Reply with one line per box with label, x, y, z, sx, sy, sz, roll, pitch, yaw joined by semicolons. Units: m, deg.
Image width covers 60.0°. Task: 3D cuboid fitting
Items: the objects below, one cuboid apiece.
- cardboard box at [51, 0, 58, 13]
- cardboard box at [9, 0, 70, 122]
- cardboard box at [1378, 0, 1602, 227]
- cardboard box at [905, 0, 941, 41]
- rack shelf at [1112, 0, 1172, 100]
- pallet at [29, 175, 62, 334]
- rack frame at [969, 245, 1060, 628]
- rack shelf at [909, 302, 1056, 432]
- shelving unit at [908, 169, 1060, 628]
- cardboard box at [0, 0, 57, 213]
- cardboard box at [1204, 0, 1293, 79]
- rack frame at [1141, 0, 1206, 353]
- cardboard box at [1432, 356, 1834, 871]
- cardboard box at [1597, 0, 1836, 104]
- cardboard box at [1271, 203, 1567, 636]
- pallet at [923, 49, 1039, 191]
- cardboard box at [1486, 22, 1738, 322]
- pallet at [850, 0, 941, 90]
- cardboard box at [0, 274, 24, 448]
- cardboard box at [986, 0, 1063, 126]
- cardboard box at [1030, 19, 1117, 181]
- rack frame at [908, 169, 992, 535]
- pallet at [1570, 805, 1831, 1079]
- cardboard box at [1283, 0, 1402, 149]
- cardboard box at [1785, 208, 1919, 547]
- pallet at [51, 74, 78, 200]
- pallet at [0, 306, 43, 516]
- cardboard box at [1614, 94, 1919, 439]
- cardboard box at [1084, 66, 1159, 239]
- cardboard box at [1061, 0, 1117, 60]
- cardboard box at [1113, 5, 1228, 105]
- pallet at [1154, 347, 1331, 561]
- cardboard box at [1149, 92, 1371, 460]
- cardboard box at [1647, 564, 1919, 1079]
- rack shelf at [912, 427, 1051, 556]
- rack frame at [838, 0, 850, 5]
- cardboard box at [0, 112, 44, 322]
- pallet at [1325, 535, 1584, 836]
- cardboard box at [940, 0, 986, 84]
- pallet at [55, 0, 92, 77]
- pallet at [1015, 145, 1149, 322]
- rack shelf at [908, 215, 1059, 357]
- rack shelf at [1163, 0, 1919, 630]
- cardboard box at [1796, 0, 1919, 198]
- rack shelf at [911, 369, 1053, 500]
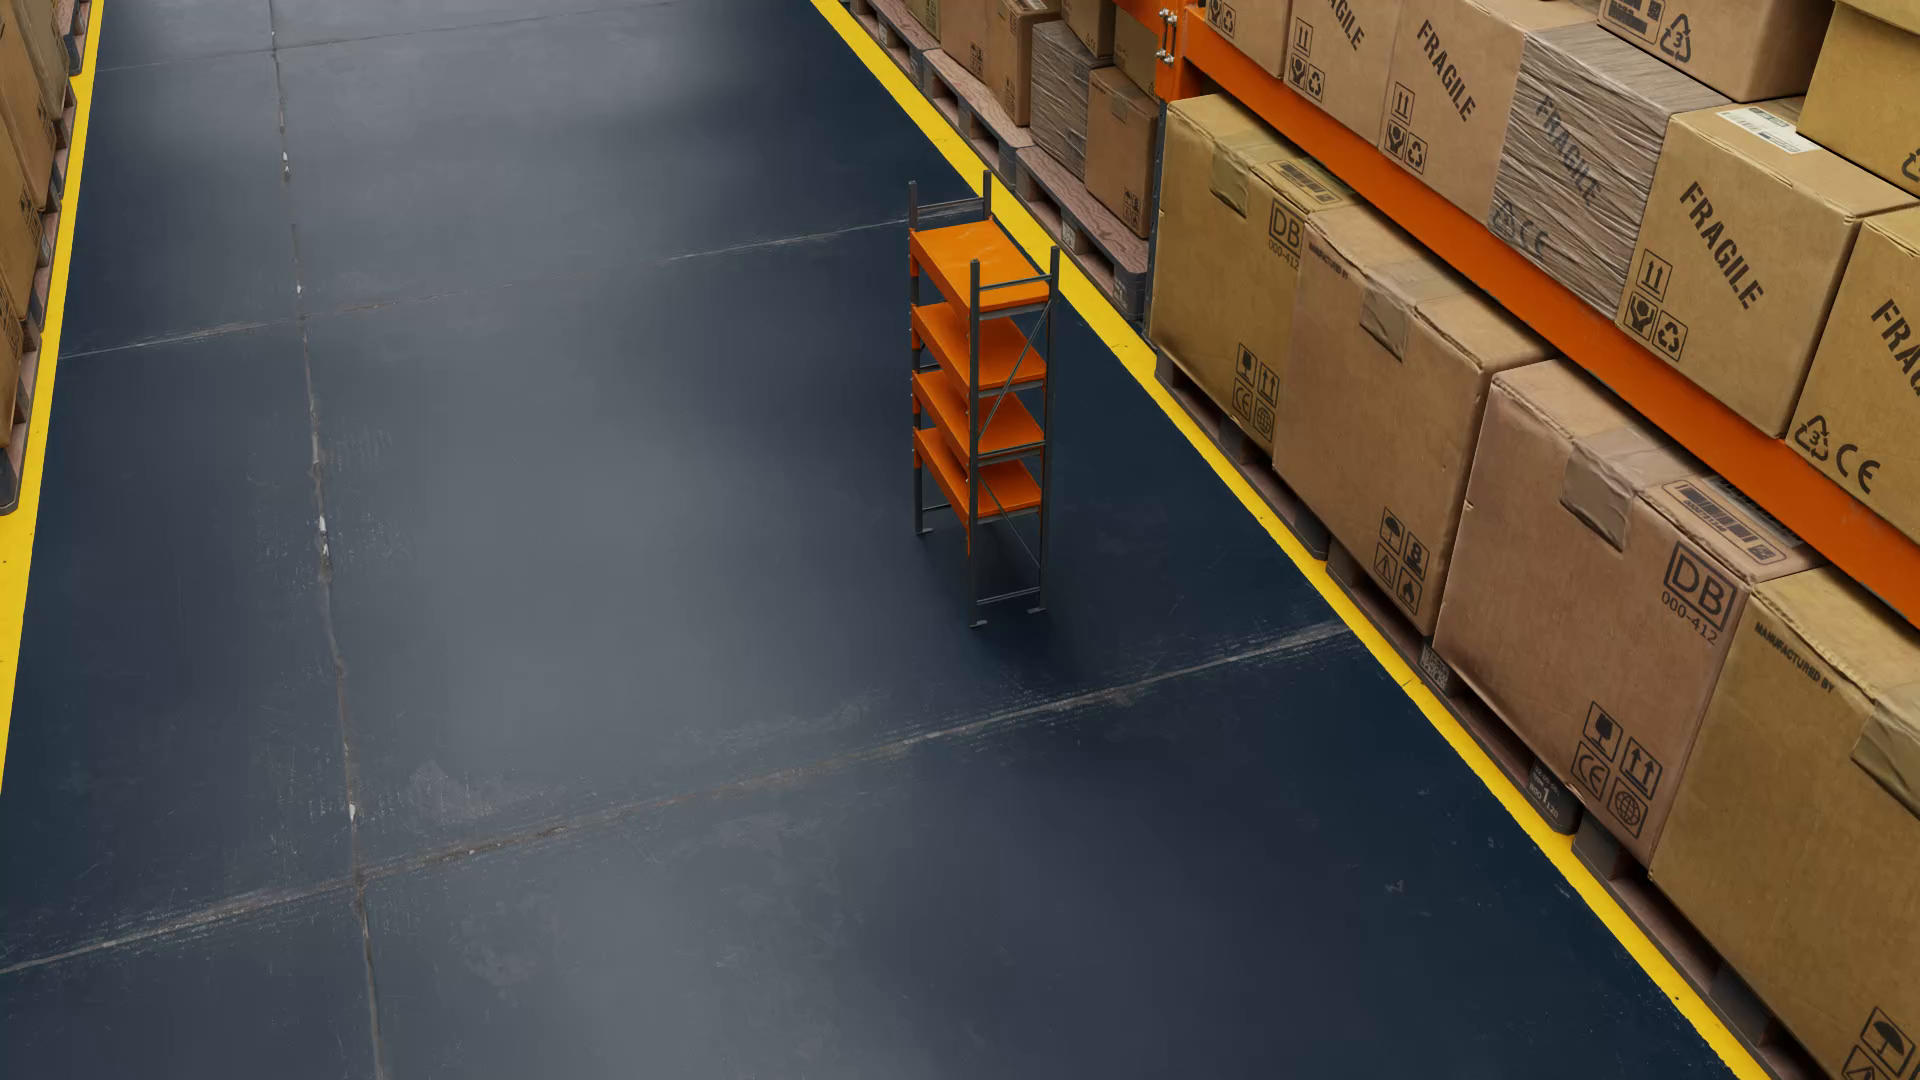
cardboard box;-5.046;-3.008;8.167;0.875;0.875;0.875;-12;39;-15
cardboard box;-4.597;-2.256;7.273;1.050;0.750;0.750;-13;39;-16
cardboard box;1.444;-1.159;4.212;0.500;0.500;0.500;-13;39;-17
cardboard box;0.134;-2.841;8.241;0.700;0.500;0.500;-13;39;-16
rack shelf;0.485;-2.872;7.167;1.077;0.370;4.000;-12;39;-16
pallet;-4.135;-1.095;6.528;1.003;0.211;1.213;-12;39;-16
rack frame;0.141;-0.248;4.582;0.240;1.200;0.015;-12;39;-16
rack shelf;0.057;-0.511;4.671;0.258;0.148;0.480;-12;39;-16
shelving unit;0.057;-0.386;4.765;0.258;1.200;0.503;-12;39;-16
cardboard box;-4.269;-1.710;6.548;1.050;0.750;0.750;-12;39;-16
cardboard box;1.085;-1.738;4.981;0.500;0.500;0.500;-11;38;-15
rack frame;1.173;-2.029;5.451;1.000;3.000;0.127;-12;39;-16
cardboard box;2.002;0.049;4.108;1.225;0.875;0.875;-14;39;-18
cardboard box;1.868;-1.307;3.575;0.797;0.503;0.637;-11;38;-14
cardboard box;1.691;-0.449;4.770;1.225;0.875;0.875;-12;39;-16
pallet;0.490;-2.045;7.790;1.003;0.211;1.213;-12;39;-16
cardboard box;1.614;-0.876;3.836;0.500;0.500;0.500;-12;39;-16
pallet;0.066;-2.735;8.706;1.003;0.211;1.213;-12;39;-16
cardboard box;-3.644;-0.691;5.195;1.050;0.750;0.750;-13;39;-17
cardboard box;0.519;-2.210;7.403;0.700;0.500;0.500;-9;38;-12
cardboard box;0.721;-1.891;6.980;0.700;0.500;0.500;-16;40;-20
rack frame;-0.027;-0.524;4.948;0.240;1.200;0.015;-12;39;-16
pallet;2.213;0.924;3.848;1.003;0.211;1.213;-12;39;-16
cardboard box;1.265;-1.447;4.595;0.500;0.500;0.500;-13;39;-17
cardboard box;1.968;-0.298;3.069;0.500;0.500;0.500;-11;38;-15
pallet;-4.559;-1.785;7.444;1.003;0.211;1.213;-12;39;-16
pallet;-3.719;-0.406;5.614;1.003;0.211;1.213;-12;39;-16
cardboard box;1.782;-0.592;3.459;0.500;0.500;0.500;-13;39;-16
cardboard box;0.924;-1.581;6.567;0.700;0.500;0.500;-14;39;-18
cardboard box;0.722;-2.176;6.734;0.500;0.250;0.500;-8;38;-11
cardboard box;0.914;-1.878;6.339;0.500;0.250;0.500;-11;38;-14
pallet;1.374;-0.454;5.678;1.003;0.211;1.213;-12;39;-16
cardboard box;1.391;-0.954;5.440;1.225;0.875;0.875;-14;39;-18
cardboard box;2.311;0.554;3.438;1.225;0.875;0.875;-12;39;-16
rack shelf;0.057;-0.173;4.925;0.258;0.148;0.480;-12;39;-16
rack frame;-0.203;-4.289;8.451;1.000;3.000;0.127;-12;39;-16
cardboard box;-3.948;-1.184;5.850;1.050;0.750;0.750;-12;39;-15
pallet;1.790;0.234;4.764;1.003;0.211;1.213;-12;39;-16
cardboard box;0.327;-2.525;7.822;0.700;0.500;0.500;-16;40;-20
pallet;-5.083;-2.651;8.594;1.003;0.211;1.213;-12;39;-16
pallet;0.906;-1.357;6.876;1.003;0.211;1.213;-12;39;-16
rack shelf;0.057;-0.700;4.528;0.258;0.148;0.480;-12;39;-16
rack shelf;1.861;-0.612;4.167;1.077;0.370;4.000;-12;39;-16
cardboard box;2.097;-0.959;3.114;0.797;0.503;0.637;-12;39;-15
rack shelf;0.057;-0.332;4.805;0.258;0.148;0.480;-12;39;-16
